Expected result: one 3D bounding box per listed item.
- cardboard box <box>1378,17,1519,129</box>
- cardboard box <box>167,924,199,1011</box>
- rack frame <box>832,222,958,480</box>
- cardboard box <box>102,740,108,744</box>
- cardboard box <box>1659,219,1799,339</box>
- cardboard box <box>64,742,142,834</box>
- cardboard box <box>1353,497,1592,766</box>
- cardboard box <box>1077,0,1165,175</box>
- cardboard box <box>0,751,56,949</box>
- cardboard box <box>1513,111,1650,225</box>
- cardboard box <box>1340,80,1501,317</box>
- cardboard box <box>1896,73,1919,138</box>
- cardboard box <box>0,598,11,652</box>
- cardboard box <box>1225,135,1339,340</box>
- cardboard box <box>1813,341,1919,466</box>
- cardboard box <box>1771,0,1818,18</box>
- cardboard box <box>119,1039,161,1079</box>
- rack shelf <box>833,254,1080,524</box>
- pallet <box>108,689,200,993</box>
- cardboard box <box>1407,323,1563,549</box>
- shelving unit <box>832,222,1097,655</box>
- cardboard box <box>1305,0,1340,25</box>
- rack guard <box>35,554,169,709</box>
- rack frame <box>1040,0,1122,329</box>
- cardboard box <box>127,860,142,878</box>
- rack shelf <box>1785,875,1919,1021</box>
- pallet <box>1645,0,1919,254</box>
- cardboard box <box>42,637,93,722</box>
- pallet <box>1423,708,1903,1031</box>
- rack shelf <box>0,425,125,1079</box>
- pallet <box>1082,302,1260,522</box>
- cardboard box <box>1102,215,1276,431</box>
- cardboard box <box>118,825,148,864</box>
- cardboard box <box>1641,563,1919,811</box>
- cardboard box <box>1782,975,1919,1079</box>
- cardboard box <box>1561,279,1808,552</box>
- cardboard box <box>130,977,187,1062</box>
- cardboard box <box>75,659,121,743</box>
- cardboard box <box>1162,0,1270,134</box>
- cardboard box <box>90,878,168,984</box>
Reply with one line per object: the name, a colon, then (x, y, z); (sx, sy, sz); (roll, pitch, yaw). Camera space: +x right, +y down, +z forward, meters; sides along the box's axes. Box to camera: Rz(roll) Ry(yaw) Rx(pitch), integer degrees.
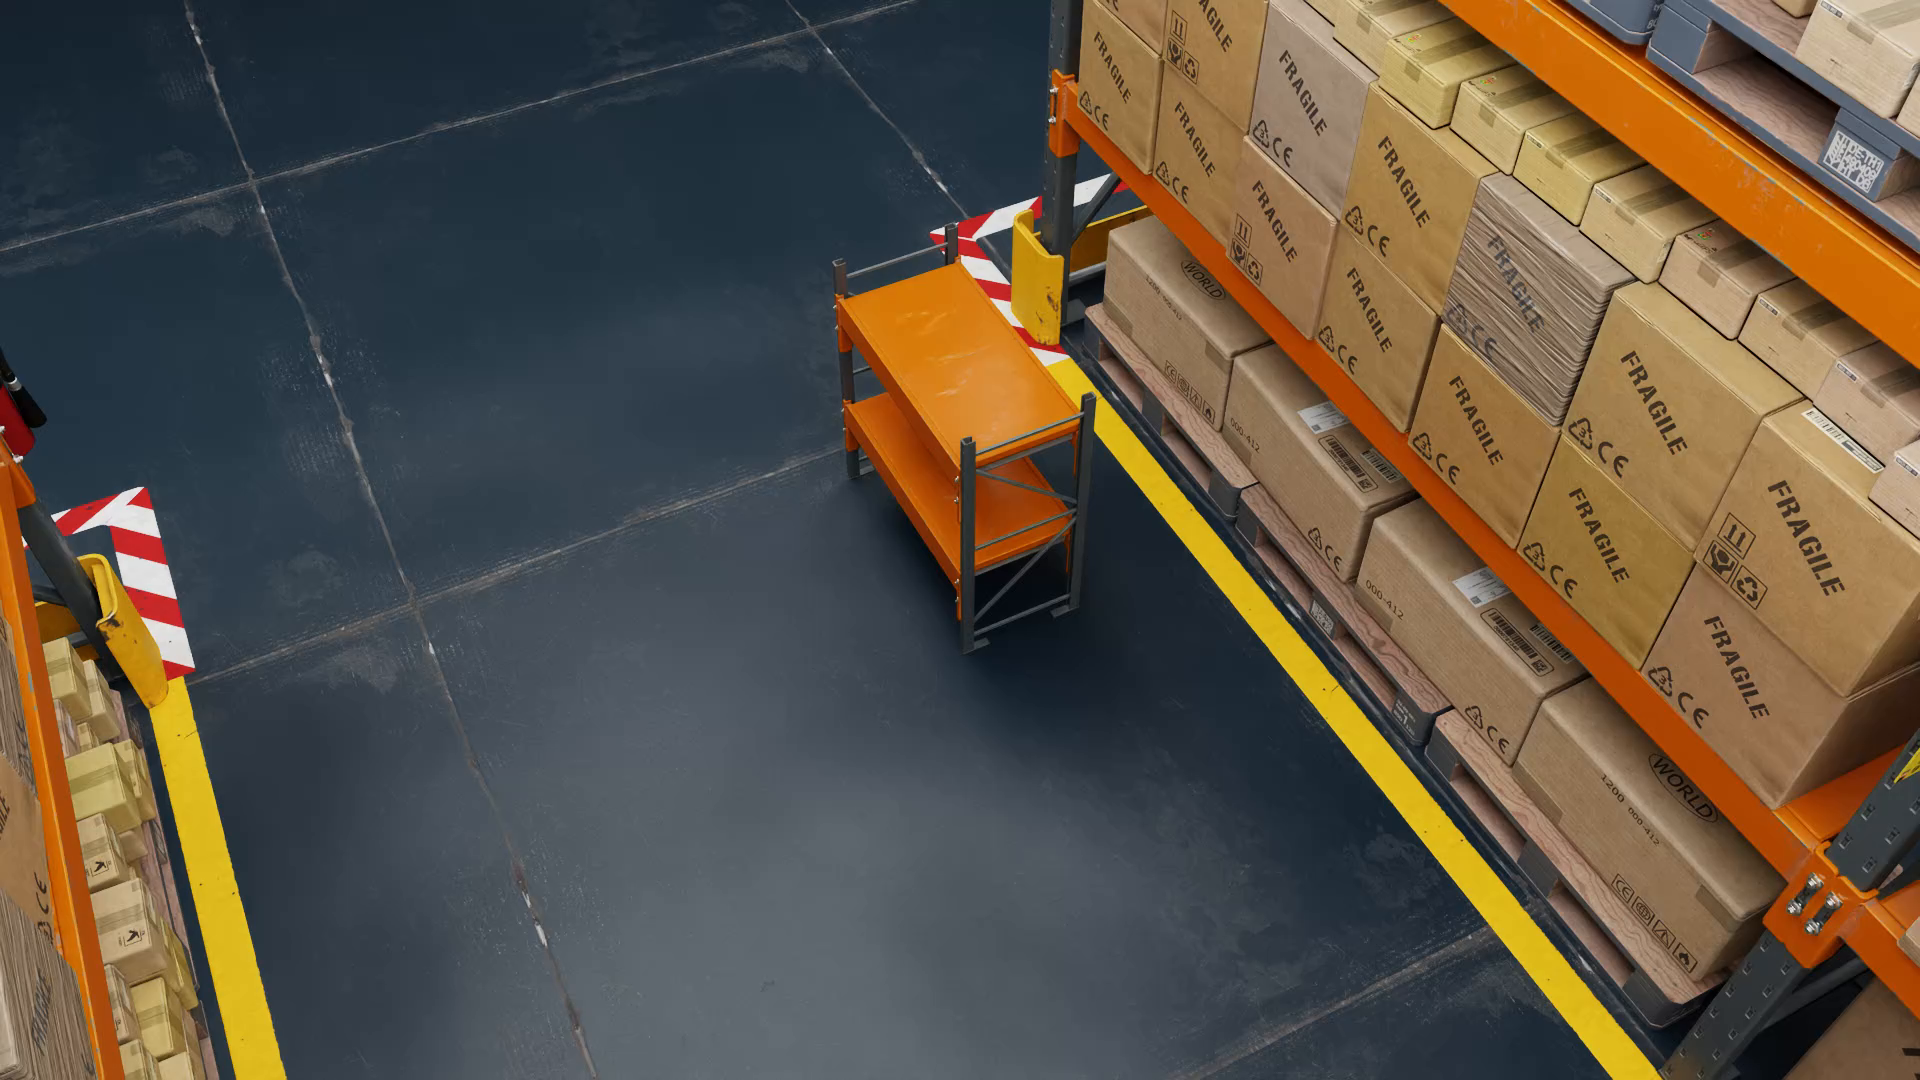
cardboard box: (1.406, -1.323, 4.646); (0.380, 0.149, 0.250); (-22, 52, -18)
cardboard box: (-2.562, 1.374, 5.063); (0.380, 0.149, 0.250); (-23, 53, -19)
rack frame: (-0.236, -0.715, 6.521); (0.500, 1.125, 0.032); (-21, 52, -18)
cardboard box: (-3.111, 0.720, 5.635); (0.380, 0.149, 0.250); (-20, 52, -17)
cardboard box: (1.962, -0.675, 4.079); (0.380, 0.149, 0.250); (-22, 52, -18)
cardboard box: (-2.775, 0.829, 5.145); (0.380, 0.149, 0.250); (-22, 52, -18)
cardboard box: (2.046, 0.193, 5.904); (0.875, 0.438, 0.875); (-23, 53, -19)
cardboard box: (0.782, -1.746, 6.110); (0.500, 0.500, 0.500); (-22, 52, -18)
cardboard box: (-2.413, 0.741, 3.738); (0.500, 0.500, 0.500); (-19, 51, -16)
cardboard box: (1.695, -1.005, 4.368); (0.380, 0.149, 0.250); (-22, 52, -18)
cardboard box: (1.498, -1.057, 4.844); (0.500, 0.500, 0.500); (-21, 52, -17)
cardboard box: (2.071, -0.888, 3.177); (0.396, 0.266, 0.258); (-20, 52, -16)
cardboard box: (-2.872, 0.067, 4.327); (0.500, 0.500, 0.500); (-22, 52, -18)
cardboard box: (1.255, -1.070, 5.520); (0.500, 0.500, 0.500); (-21, 52, -18)
cardboard box: (2.200, -0.342, 3.787); (0.380, 0.149, 0.250); (-20, 52, -17)
cardboard box: (2.002, -1.540, 3.590); (0.797, 0.503, 0.637); (-17, 51, -15)
cardboard box: (-2.373, 1.564, 4.501); (0.380, 0.149, 0.250); (-21, 52, -17)
rack shelf: (-0.003, -0.568, 6.003); (0.538, 0.278, 1.000); (-21, 52, -18)
pallet: (-3.163, 1.164, 5.484); (1.003, 0.211, 1.213); (-21, 52, -18)
cardboard box: (1.725, -0.385, 4.920); (0.500, 0.500, 0.500); (-22, 52, -18)
shelving unit: (-0.003, -0.375, 6.223); (0.538, 1.125, 1.048); (-21, 52, -18)
cardboard box: (1.237, -1.684, 4.961); (0.380, 0.149, 0.250); (-21, 52, -17)
rack guard: (-3.503, 0.513, 5.862); (1.175, 0.500, 0.348); (-21, 52, -18)
rack frame: (0.817, -2.133, 6.516); (1.000, 3.000, 0.127); (-21, 52, -18)
cardboard box: (-2.859, 1.064, 5.334); (0.380, 0.149, 0.250); (-21, 52, -18)
rack shelf: (3.563, 2.119, 3.274); (1.077, 0.370, 4.000); (-21, 52, -18)
pallet: (2.283, -0.965, 3.560); (1.003, 0.211, 1.213); (-21, 52, -18)
cardboard box: (-3.070, 0.511, 5.423); (0.380, 0.149, 0.250); (-21, 52, -17)
pallet: (2.369, 0.926, 5.692); (1.003, 0.211, 1.213); (-21, 52, -18)
rack shelf: (-2.623, 1.215, 4.065); (1.077, 0.370, 4.000); (-21, 52, -18)
pallet: (1.253, -0.707, 7.121); (1.003, 0.211, 1.213); (-21, 52, -18)
cardboard box: (1.208, -1.021, 6.966); (0.875, 0.438, 0.875); (-23, 53, -19)
cardboard box: (-2.803, 0.944, 5.242); (0.380, 0.149, 0.250); (-23, 53, -19)
cardboard box: (2.208, 0.289, 4.331); (0.500, 0.500, 0.500); (-21, 52, -17)
cardboard box: (3.003, 1.493, 4.477); (0.875, 0.875, 0.875); (-20, 52, -16)
cardboard box: (1.961, -0.381, 4.253); (0.500, 0.500, 0.500); (-22, 52, -18)
cardboard box: (-2.454, 1.464, 4.787); (0.380, 0.149, 0.250); (-19, 51, -16)
cardboard box: (-3.043, 0.597, 5.545); (0.380, 0.149, 0.250); (-22, 53, -18)
cardboard box: (1.026, -1.732, 5.434); (0.500, 0.500, 0.500); (-22, 53, -18)
cardboard box: (-2.540, 1.184, 4.834); (0.380, 0.149, 0.250); (-19, 52, -16)
